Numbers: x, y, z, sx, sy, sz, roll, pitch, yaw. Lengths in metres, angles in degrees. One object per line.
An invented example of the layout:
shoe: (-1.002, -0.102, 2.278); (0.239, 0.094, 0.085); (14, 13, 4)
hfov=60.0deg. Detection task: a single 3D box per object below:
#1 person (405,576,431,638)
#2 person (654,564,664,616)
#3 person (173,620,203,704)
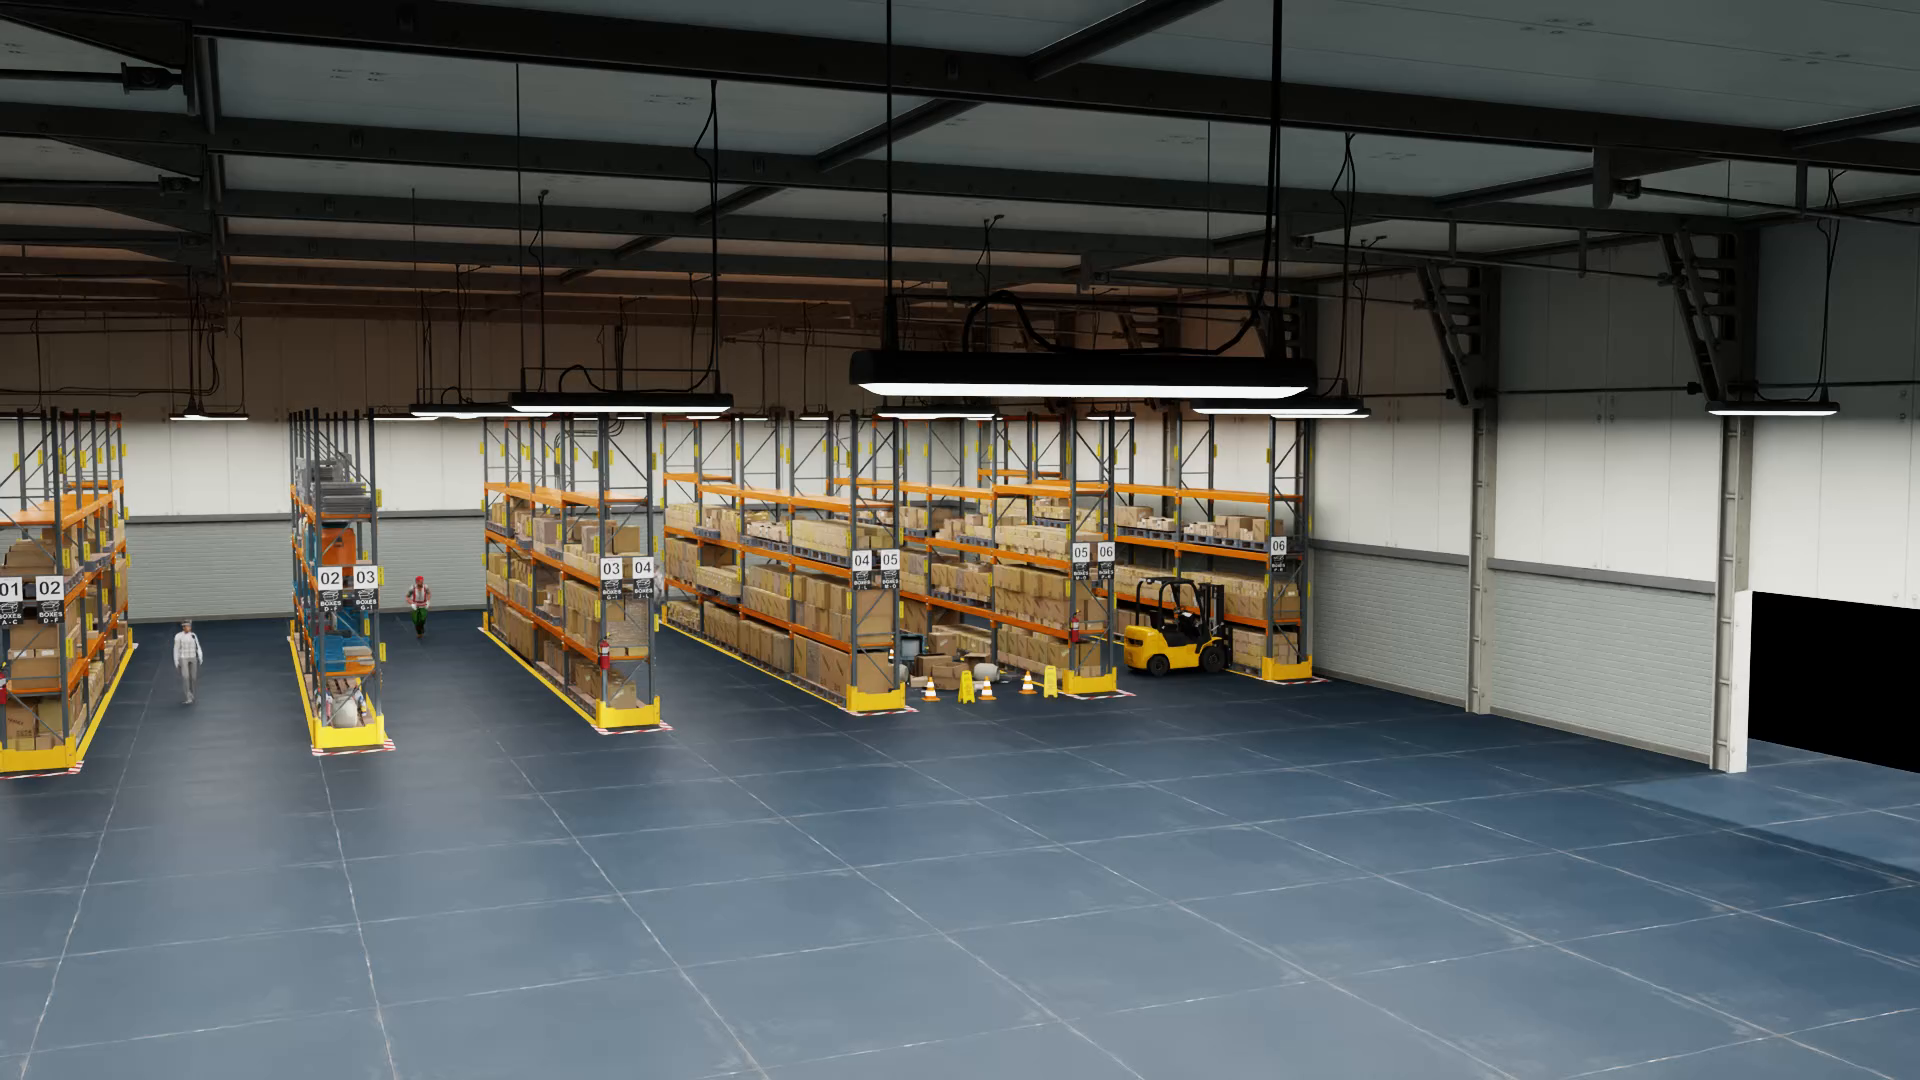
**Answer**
person: (-14.455, 1.781, 44.366); (0.635, 1.684, 0.636); (-1, 4, -16)
person: (-8.957, 1.500, 48.799); (1.048, 1.584, 0.464); (-4, 5, -43)
person: (-15.879, 2.499, 34.302); (0.669, 1.696, 0.512); (4, 6, 44)
